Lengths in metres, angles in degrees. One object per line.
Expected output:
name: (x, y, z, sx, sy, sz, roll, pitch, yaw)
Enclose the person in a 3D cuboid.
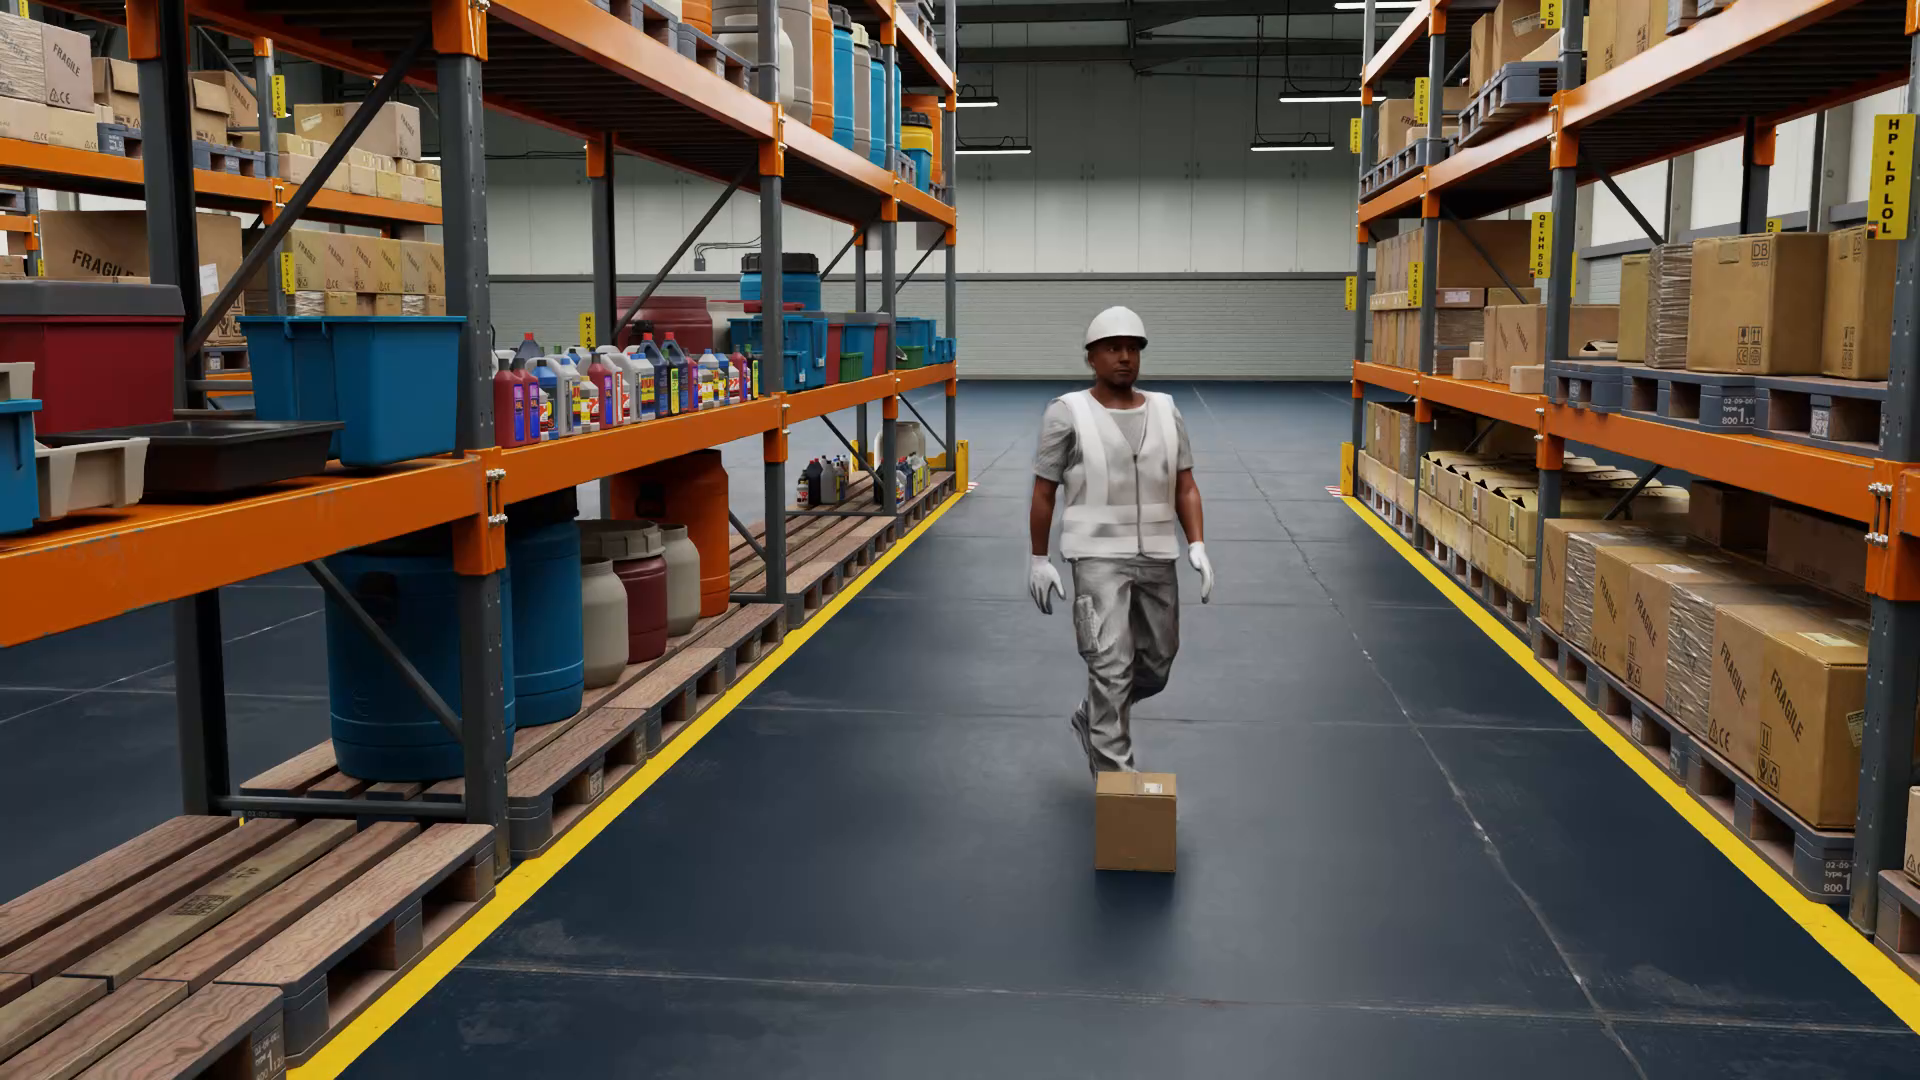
person: (0.564, 0.076, 5.760, 0.558, 1.756, 0.985, -3, 8, -22)
